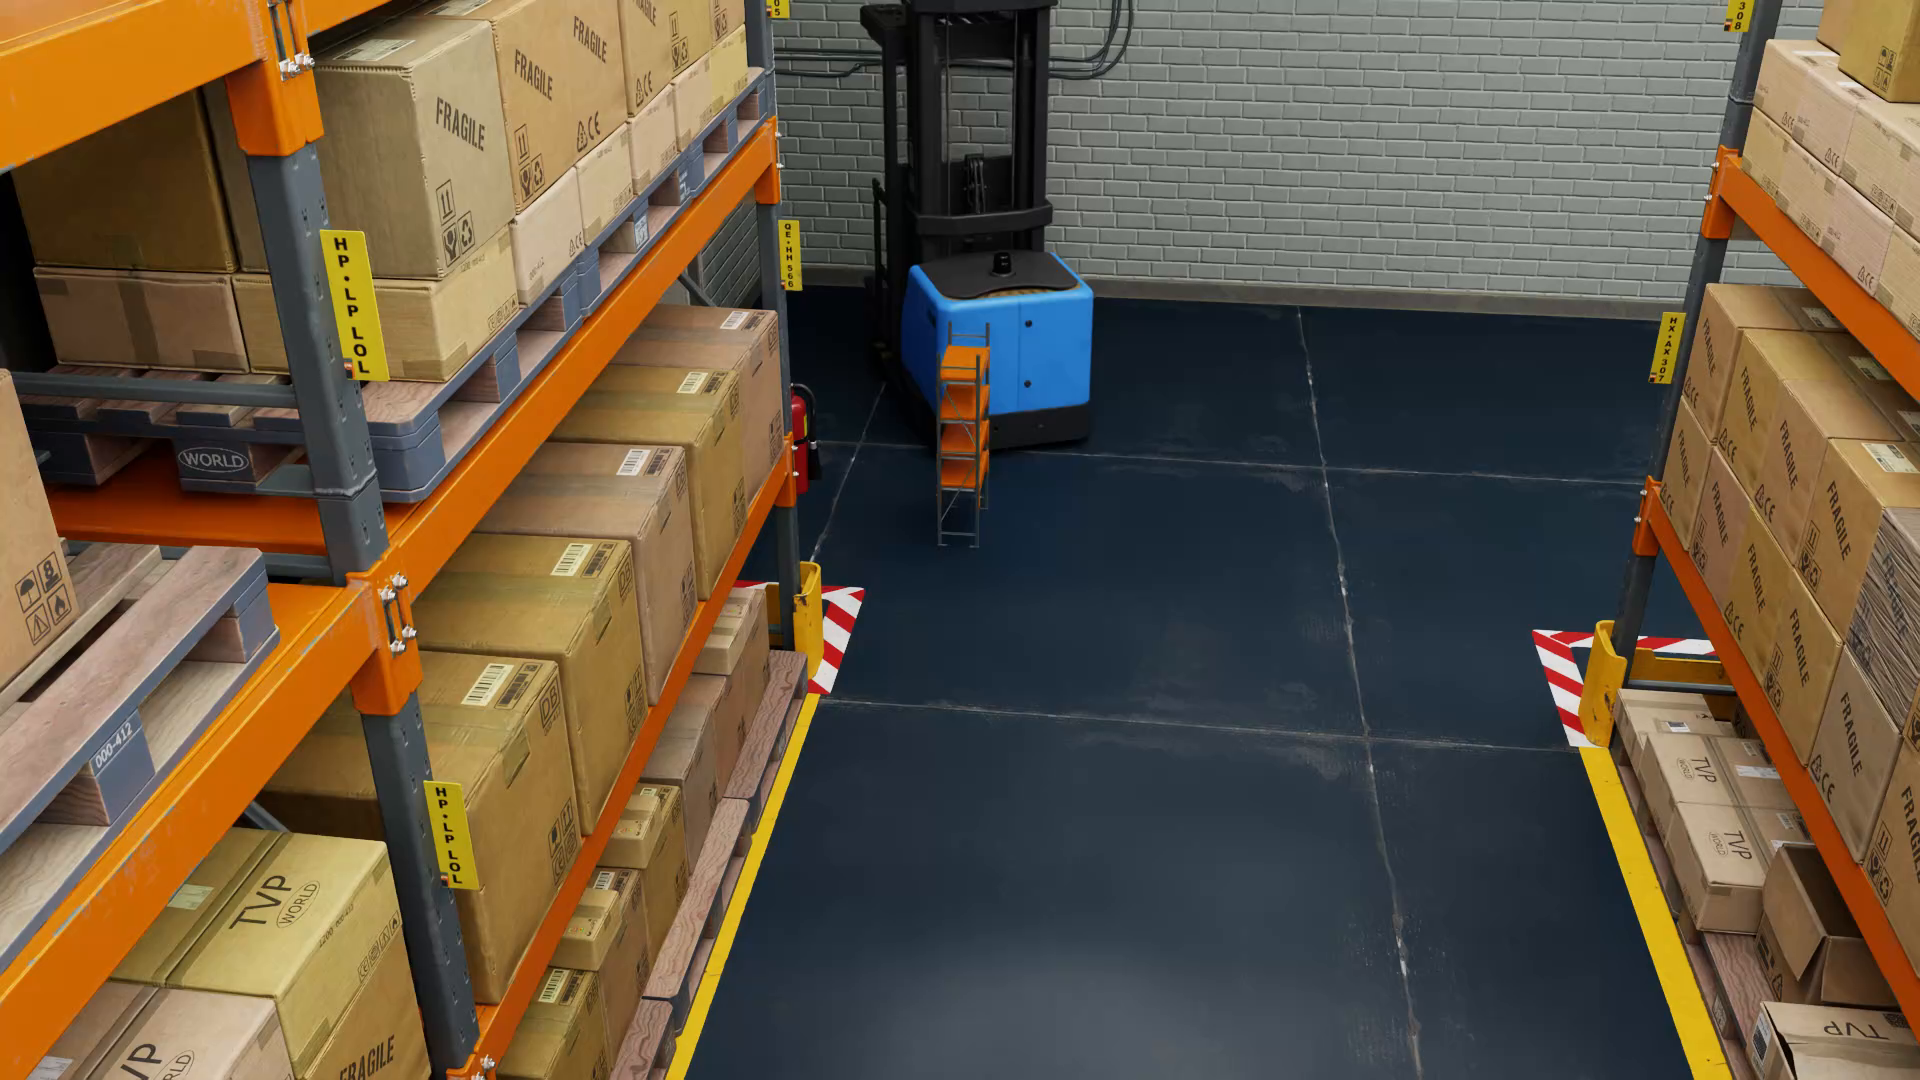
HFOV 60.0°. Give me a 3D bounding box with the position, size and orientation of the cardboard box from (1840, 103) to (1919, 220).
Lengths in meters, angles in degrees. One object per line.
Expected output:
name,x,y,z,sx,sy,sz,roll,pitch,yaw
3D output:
cardboard box,3.167,-1.197,5.277,0.500,0.250,0.500,3,28,6

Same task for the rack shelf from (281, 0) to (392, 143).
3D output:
rack shelf,-1.550,-1.912,4.992,1.077,0.370,4.000,3,28,6

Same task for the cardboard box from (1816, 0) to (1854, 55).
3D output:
cardboard box,3.565,-1.981,5.943,0.700,0.500,0.500,3,28,6

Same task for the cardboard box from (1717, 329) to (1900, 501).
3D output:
cardboard box,3.239,-0.463,6.288,0.500,0.500,0.500,4,29,7

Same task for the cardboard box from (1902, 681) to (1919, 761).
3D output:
cardboard box,2.987,0.485,4.528,0.500,0.500,0.500,3,28,5

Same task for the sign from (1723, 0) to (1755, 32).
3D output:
sign,3.073,-2.156,6.505,0.100,0.325,0.005,3,28,6

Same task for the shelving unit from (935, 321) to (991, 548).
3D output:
shelving unit,0.020,-0.606,9.610,0.258,1.200,0.503,3,28,6

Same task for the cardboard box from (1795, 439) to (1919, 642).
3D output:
cardboard box,3.112,0.011,5.407,0.500,0.500,0.500,3,28,6

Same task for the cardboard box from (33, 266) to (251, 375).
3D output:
cardboard box,-1.944,-0.642,4.226,0.500,0.250,0.500,4,29,7

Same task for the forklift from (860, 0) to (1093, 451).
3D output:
forklift,-0.031,-2.522,11.340,1.130,2.935,3.031,-8,29,-14

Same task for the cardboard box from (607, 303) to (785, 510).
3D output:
cardboard box,-1.358,-0.597,7.379,0.980,0.700,0.700,5,29,9

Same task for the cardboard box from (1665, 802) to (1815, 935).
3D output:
cardboard box,3.141,1.308,6.595,0.500,0.250,0.500,3,28,6

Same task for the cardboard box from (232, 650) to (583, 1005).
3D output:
cardboard box,-1.713,0.791,4.803,0.980,0.700,0.700,4,29,7

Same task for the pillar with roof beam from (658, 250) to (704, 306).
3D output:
pillar with roof beam,2.440,-4.418,8.462,9.100,9.000,0.400,3,28,6

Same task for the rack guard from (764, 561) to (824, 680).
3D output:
rack guard,-1.302,0.384,8.511,1.175,0.500,0.348,3,28,6

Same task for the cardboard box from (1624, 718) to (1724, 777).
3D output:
cardboard box,3.189,0.929,7.386,0.380,0.166,0.250,3,28,6

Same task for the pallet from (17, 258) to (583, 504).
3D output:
pallet,-1.685,-0.489,4.425,1.003,0.211,1.213,3,28,6

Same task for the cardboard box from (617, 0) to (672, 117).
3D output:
cardboard box,-1.252,-1.678,5.358,0.500,0.500,0.500,2,28,4

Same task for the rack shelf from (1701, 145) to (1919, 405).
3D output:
rack shelf,3.367,-0.482,5.077,1.077,0.370,4.000,3,28,6

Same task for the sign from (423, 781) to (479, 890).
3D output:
sign,-1.256,0.730,4.096,0.100,0.325,0.005,3,28,6

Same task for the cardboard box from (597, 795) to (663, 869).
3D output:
cardboard box,-1.315,1.065,6.119,0.380,0.149,0.250,3,28,5

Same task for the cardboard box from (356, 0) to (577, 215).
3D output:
cardboard box,-1.373,-1.198,4.467,0.500,0.500,0.500,3,28,5

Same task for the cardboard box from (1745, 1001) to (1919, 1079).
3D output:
cardboard box,3.002,1.816,5.588,0.500,0.311,0.500,3,28,6

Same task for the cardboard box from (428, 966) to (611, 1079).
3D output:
cardboard box,-1.602,1.747,5.537,0.700,0.500,0.500,4,29,7

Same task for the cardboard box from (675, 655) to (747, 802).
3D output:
cardboard box,-1.353,0.781,7.330,0.700,0.500,0.500,3,28,6

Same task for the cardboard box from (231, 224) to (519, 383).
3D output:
cardboard box,-1.449,-0.616,4.178,0.500,0.250,0.500,3,28,6

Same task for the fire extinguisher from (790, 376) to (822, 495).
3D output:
fire extinguisher,-0.829,-0.551,8.086,0.296,0.674,0.183,3,28,6

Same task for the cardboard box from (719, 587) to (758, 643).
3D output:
cardboard box,-1.127,0.331,7.482,0.380,0.149,0.250,3,28,6

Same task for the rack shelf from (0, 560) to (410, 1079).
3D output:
rack shelf,-2.040,1.115,2.114,1.077,0.370,4.000,3,28,6

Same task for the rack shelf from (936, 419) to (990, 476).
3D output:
rack shelf,0.020,-0.547,9.642,0.258,0.148,0.480,3,28,6

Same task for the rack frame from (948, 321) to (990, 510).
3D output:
rack frame,0.050,-0.721,9.823,0.240,1.200,0.015,3,28,6

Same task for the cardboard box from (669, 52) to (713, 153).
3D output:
cardboard box,-1.194,-1.584,5.974,0.500,0.250,0.500,2,28,4

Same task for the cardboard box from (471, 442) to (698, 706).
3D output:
cardboard box,-1.538,0.105,6.077,0.980,0.700,0.700,2,28,4

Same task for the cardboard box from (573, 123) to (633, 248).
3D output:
cardboard box,-1.317,-1.097,5.071,0.500,0.250,0.500,3,28,5

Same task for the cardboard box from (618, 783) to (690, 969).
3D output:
cardboard box,-1.472,1.269,6.424,0.700,0.500,0.500,4,29,7

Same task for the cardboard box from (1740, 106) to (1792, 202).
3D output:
cardboard box,3.296,-1.447,6.268,0.500,0.250,0.500,3,28,6

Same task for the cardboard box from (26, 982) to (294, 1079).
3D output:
cardboard box,-1.671,1.138,3.244,0.500,0.250,0.500,4,29,7

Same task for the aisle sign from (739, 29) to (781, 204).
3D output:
aisle sign,-0.999,-1.866,7.311,0.394,0.787,0.004,3,28,6

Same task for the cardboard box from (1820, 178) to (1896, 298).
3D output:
cardboard box,3.163,-0.977,5.396,0.500,0.250,0.500,3,28,6

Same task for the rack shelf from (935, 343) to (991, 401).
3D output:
rack shelf,0.020,-0.952,9.424,0.258,0.148,0.480,3,28,6

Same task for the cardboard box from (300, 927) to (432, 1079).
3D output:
cardboard box,-1.602,1.226,3.872,0.500,0.500,0.500,3,28,5

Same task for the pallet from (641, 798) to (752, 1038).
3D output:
pallet,-1.477,1.476,6.788,1.003,0.211,1.213,3,28,6

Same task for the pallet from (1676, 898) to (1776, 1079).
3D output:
pallet,3.354,1.792,6.201,1.003,0.211,1.213,3,28,6

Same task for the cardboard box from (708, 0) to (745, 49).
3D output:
cardboard box,-1.124,-2.159,6.251,0.500,0.500,0.500,3,28,6

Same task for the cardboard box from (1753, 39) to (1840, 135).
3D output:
cardboard box,3.290,-1.667,6.150,0.500,0.250,0.500,3,28,6

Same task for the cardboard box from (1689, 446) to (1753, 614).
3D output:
cardboard box,3.238,-0.027,6.531,0.500,0.500,0.500,3,28,6

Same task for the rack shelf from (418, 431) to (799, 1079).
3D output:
rack shelf,-1.550,0.553,6.320,1.077,0.370,4.000,3,28,6

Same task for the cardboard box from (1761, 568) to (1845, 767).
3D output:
cardboard box,3.110,0.445,5.657,0.500,0.500,0.500,4,29,7

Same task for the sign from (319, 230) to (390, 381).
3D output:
sign,-1.256,-0.482,3.443,0.100,0.325,0.005,3,28,6

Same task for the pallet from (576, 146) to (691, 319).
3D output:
pallet,-1.533,-1.061,5.488,1.003,0.211,1.213,3,28,6

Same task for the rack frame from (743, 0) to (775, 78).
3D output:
rack frame,-1.305,-3.347,6.474,1.000,3.000,0.127,3,28,6

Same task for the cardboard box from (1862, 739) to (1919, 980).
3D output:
cardboard box,2.990,0.927,4.762,0.500,0.500,0.500,4,29,8

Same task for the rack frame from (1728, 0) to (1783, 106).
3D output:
rack frame,3.612,-3.060,5.943,1.000,3.000,0.127,3,28,6

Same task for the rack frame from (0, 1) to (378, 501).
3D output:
rack frame,-1.795,-1.464,2.979,1.000,3.000,0.127,3,28,6
